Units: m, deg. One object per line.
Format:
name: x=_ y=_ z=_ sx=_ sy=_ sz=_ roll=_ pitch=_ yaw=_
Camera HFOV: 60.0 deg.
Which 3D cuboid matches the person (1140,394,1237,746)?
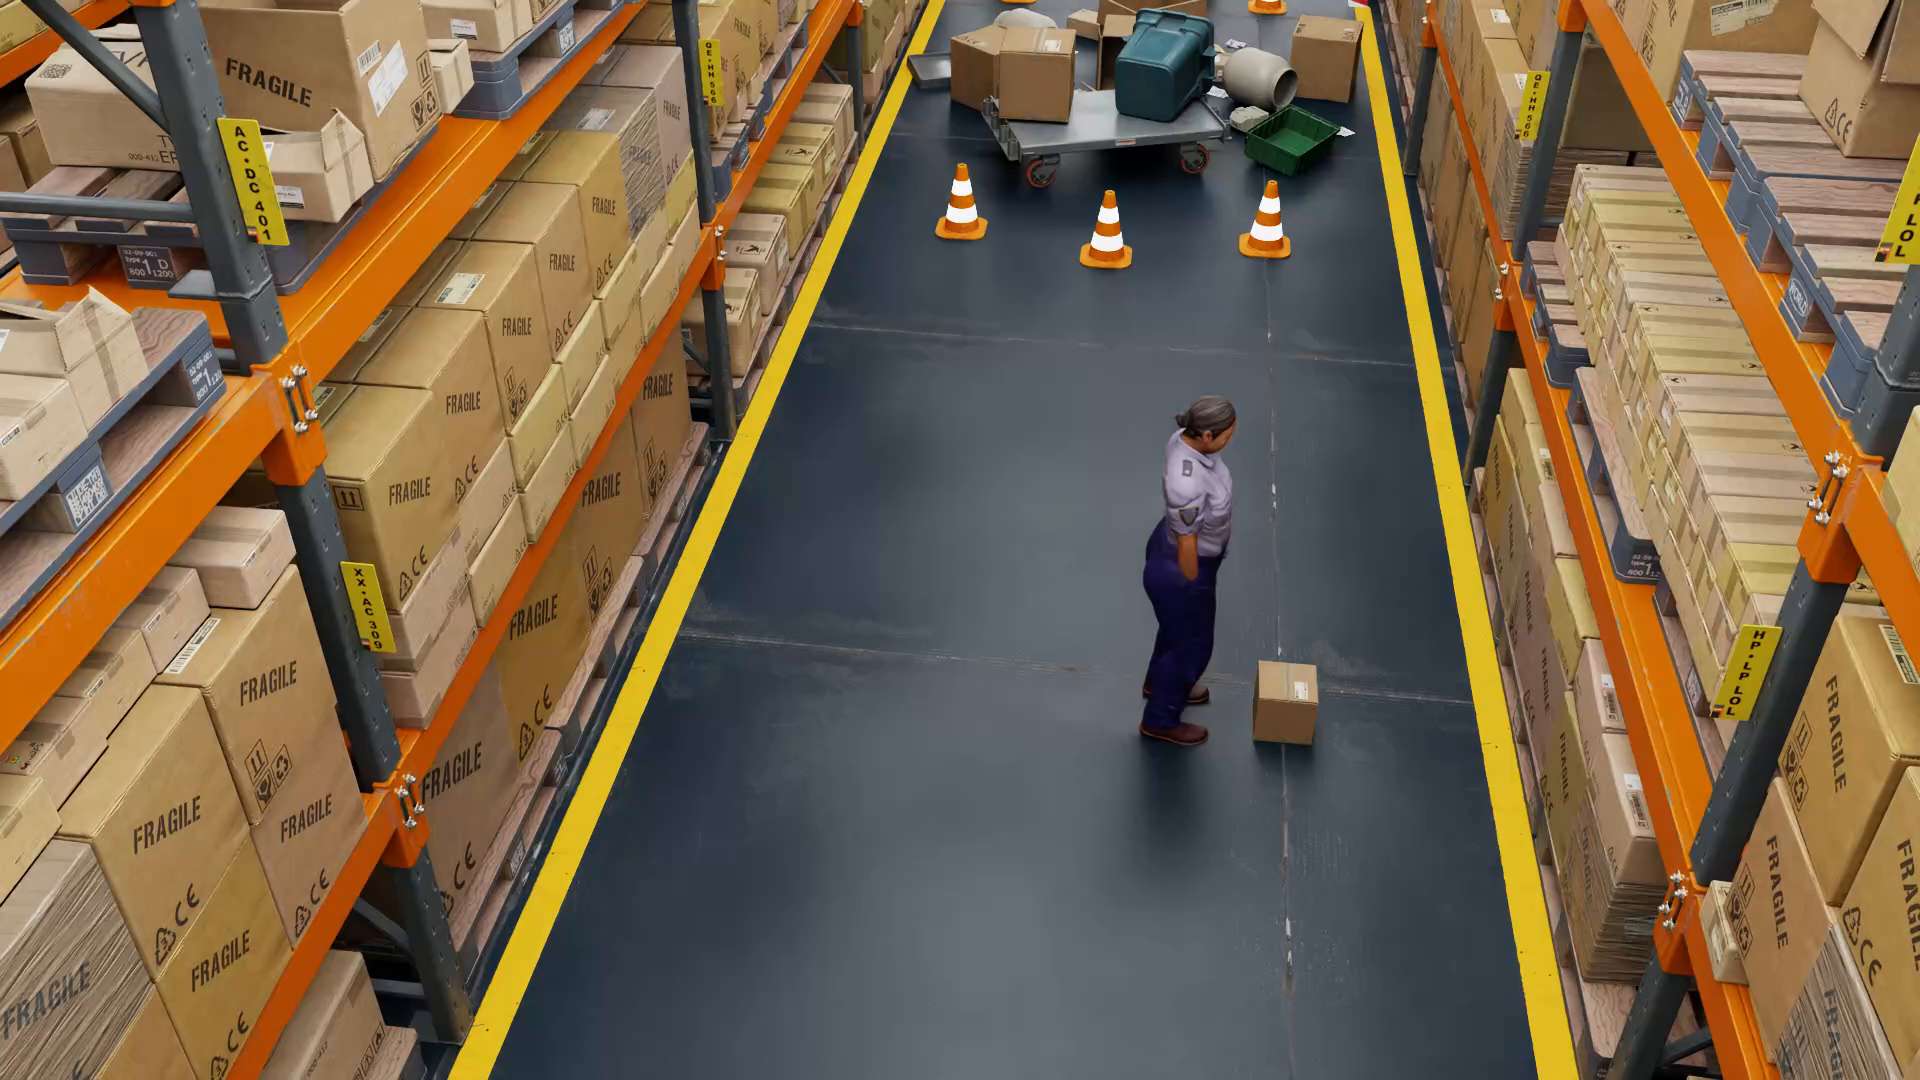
person: x=0.941 y=0.103 z=6.930 sx=0.342 sy=1.640 sz=0.477 roll=5 pitch=37 yaw=7
